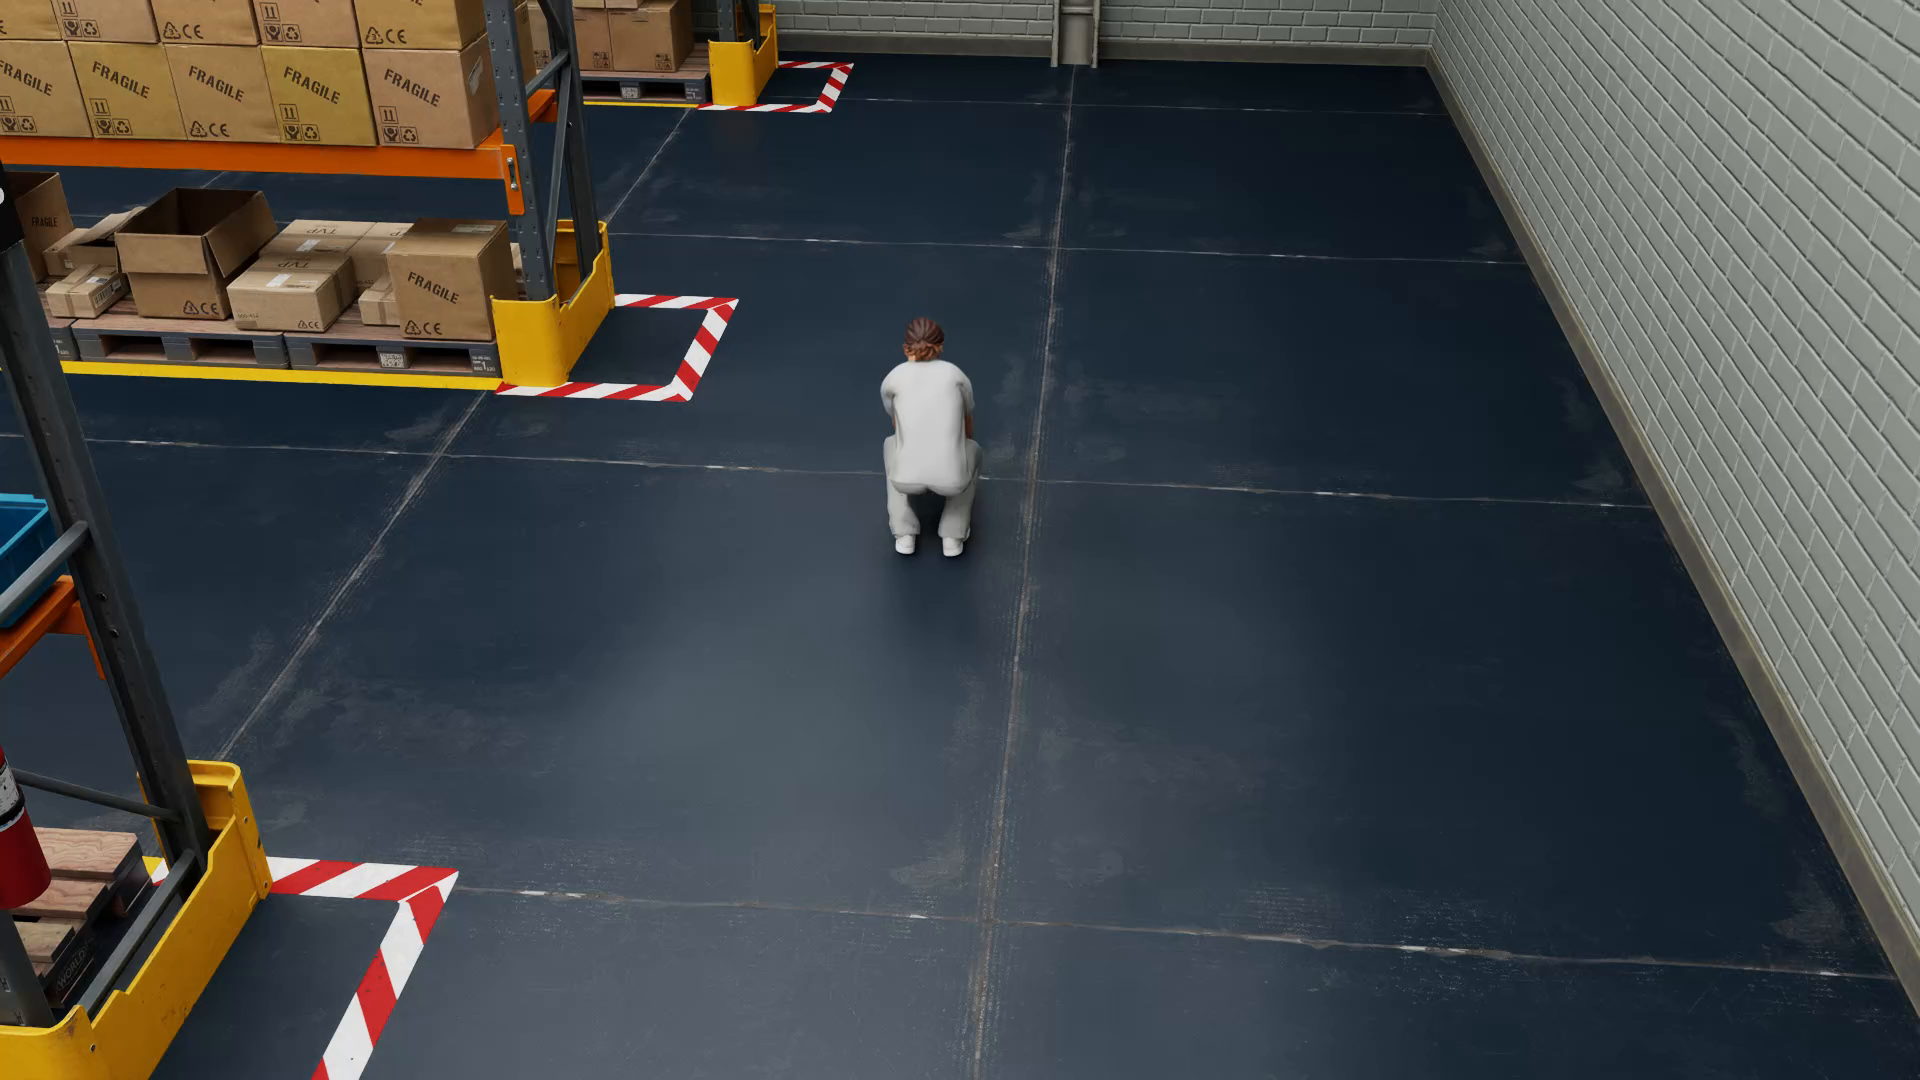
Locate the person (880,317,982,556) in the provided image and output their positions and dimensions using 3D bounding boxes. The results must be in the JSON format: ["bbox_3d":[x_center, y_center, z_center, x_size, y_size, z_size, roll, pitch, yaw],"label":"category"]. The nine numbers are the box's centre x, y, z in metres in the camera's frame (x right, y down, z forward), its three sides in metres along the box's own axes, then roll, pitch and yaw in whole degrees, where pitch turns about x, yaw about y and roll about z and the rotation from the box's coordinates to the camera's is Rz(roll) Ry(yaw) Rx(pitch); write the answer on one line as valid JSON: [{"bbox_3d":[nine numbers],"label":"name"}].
[{"bbox_3d":[-0.135,-0.466,7.590,0.464,0.931,0.817,2,32,3],"label":"person"}]
